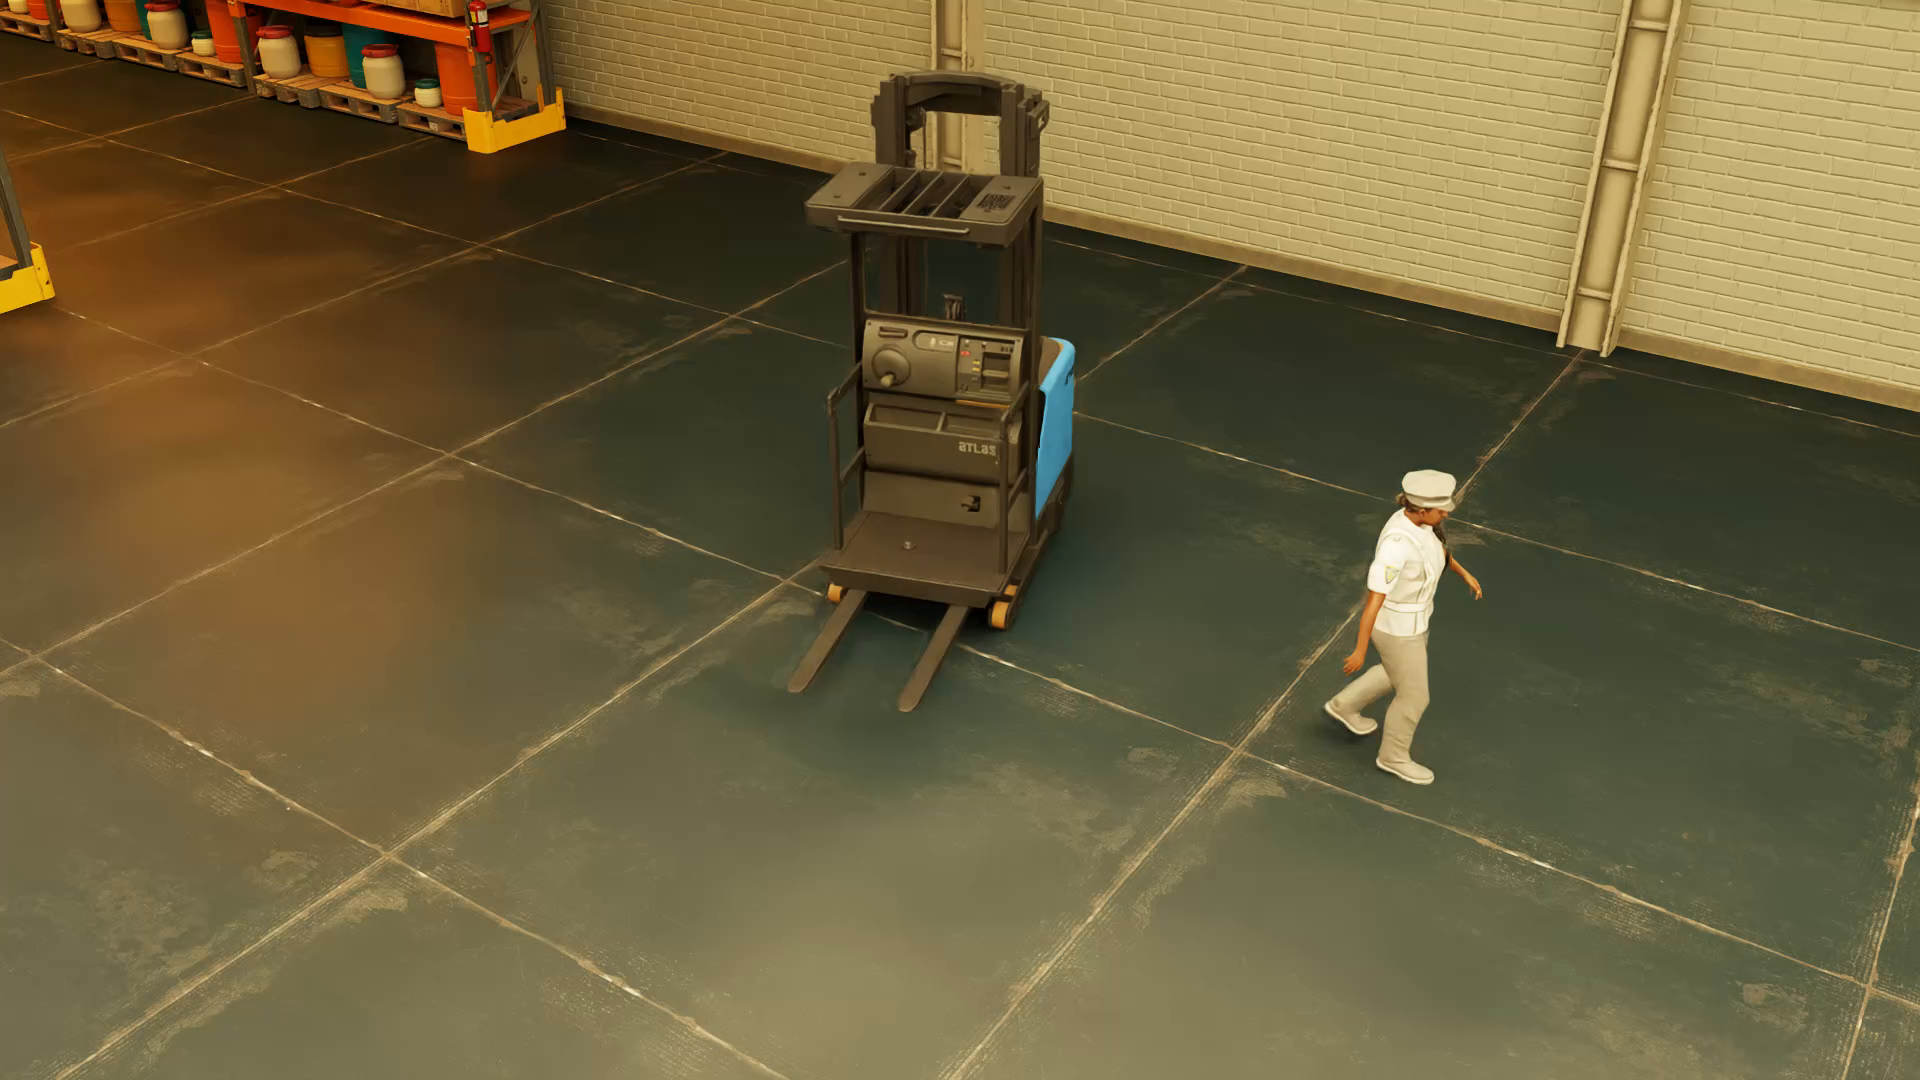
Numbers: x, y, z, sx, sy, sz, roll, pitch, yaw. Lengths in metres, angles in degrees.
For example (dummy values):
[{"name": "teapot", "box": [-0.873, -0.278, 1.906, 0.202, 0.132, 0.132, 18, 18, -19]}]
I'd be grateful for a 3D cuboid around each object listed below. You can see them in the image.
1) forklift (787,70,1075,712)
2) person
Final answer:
[{"name": "forklift", "box": [-0.159, -0.969, 9.250, 1.130, 2.935, 3.031, 8, 31, 14]}, {"name": "person", "box": [2.173, 0.418, 8.154, 0.647, 1.645, 0.779, 12, 32, 19]}]
